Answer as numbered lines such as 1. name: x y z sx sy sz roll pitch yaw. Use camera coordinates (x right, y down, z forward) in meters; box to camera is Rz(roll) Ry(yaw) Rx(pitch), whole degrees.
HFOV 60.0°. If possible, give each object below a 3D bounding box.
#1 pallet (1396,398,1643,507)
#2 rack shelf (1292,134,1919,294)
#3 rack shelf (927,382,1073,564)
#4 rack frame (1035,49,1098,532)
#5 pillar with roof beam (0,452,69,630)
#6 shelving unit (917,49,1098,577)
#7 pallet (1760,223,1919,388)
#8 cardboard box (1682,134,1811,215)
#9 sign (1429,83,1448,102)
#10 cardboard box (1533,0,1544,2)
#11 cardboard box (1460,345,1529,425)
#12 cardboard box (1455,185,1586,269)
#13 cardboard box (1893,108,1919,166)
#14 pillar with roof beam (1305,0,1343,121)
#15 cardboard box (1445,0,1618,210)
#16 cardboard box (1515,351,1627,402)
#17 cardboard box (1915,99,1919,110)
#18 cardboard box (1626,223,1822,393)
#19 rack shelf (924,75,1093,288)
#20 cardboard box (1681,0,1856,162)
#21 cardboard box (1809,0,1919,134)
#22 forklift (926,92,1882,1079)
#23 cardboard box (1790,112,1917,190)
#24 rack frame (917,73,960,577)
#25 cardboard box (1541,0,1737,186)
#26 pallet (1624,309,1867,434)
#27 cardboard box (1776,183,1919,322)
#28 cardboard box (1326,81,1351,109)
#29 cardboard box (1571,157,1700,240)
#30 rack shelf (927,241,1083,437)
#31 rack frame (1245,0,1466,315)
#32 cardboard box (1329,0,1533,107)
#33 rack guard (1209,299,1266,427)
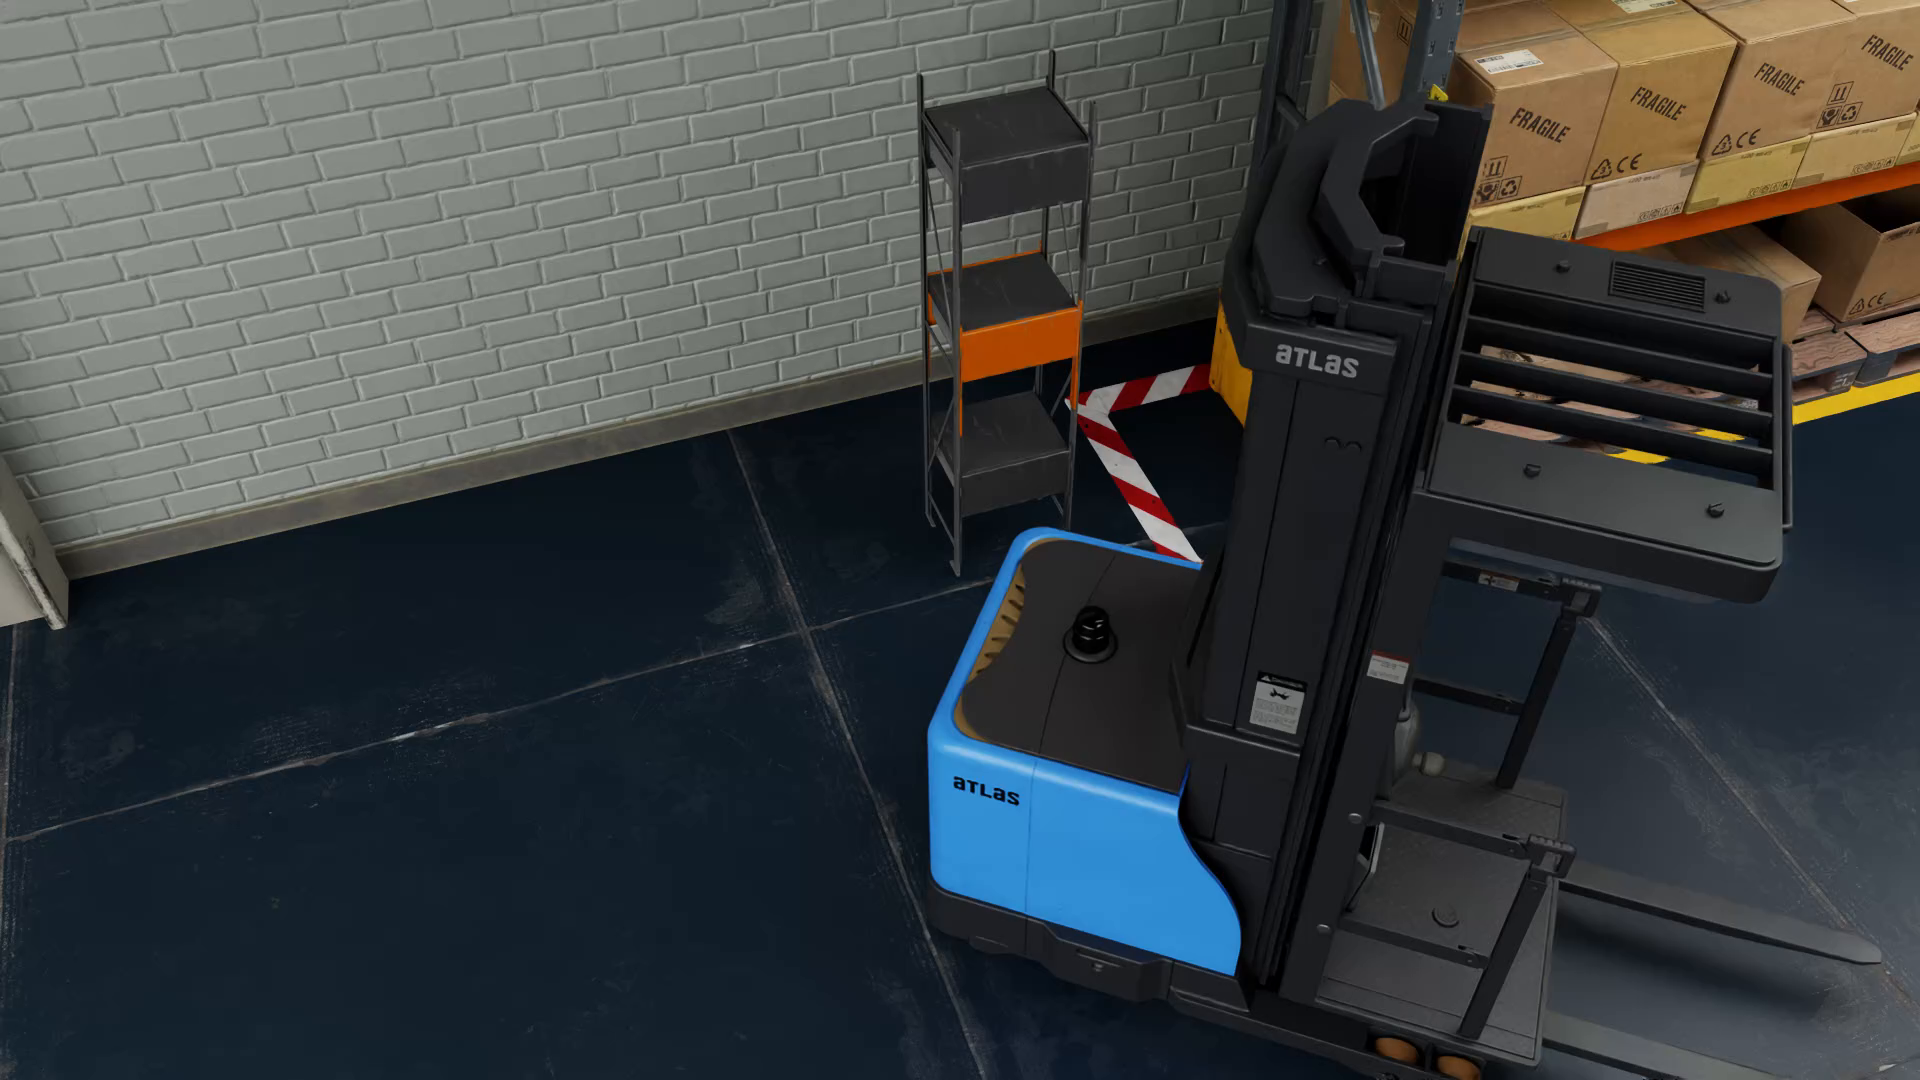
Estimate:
1. pallet: 2.284 -0.668 7.576 1.213 0.211 1.003 -14 47 -14
2. rack shelf: 3.318 -1.689 7.133 4.000 0.370 1.077 -14 47 -14
3. rack shelf: 0.156 -0.277 6.861 0.480 0.518 0.431 -14 47 -14
4. rack frame: 0.385 -0.840 6.414 0.015 2.100 0.400 -14 47 -14
5. pillar with roof beam: -2.381 -0.014 0.720 0.400 9.000 9.100 -14 47 -14
6. shelving unit: 0.156 -0.781 6.355 0.503 2.100 0.431 -14 47 -14
7. pallet: 4.579 -1.255 8.161 1.213 0.211 1.003 -14 47 -14
8. cardboard box: 2.968 -1.575 6.603 0.500 0.250 0.500 -15 47 -14
9. sign: 1.621 -1.406 5.732 0.005 0.325 0.100 -14 47 -14
10. cardboard box: 2.284 -2.051 6.548 0.500 0.500 0.500 -14 47 -13
11. cardboard box: 2.118 -0.775 7.301 0.500 0.311 0.500 -19 48 -18
12. cardboard box: 2.003 -1.322 6.351 0.500 0.250 0.500 -16 47 -15
13. cardboard box: 3.917 -1.817 6.844 0.500 0.250 0.500 -15 47 -14
14. pillar with roof beam: 3.263 -1.457 2.158 0.400 9.000 9.100 -14 47 -14
15. cardboard box: 1.988 -1.596 6.094 0.500 0.500 0.500 -14 47 -14
16. cardboard box: 2.654 -0.912 7.438 0.500 0.311 0.500 -11 46 -11
17. cardboard box: 3.914 -2.086 6.582 0.500 0.500 0.500 -16 47 -15
18. cardboard box: 3.361 -1.122 7.514 0.500 0.500 0.700 -17 48 -16
19. rack shelf: 0.156 -1.266 5.869 0.480 0.518 0.431 -14 47 -14
20. cardboard box: 2.944 -1.828 6.326 0.500 0.500 0.500 -16 47 -15
21. cardboard box: 3.425 -1.960 6.457 0.500 0.500 0.500 -13 47 -13
22. forklift: 1.461 0.326 4.665 3.031 2.935 1.130 14 47 13
23. cardboard box: 3.444 -1.695 6.723 0.500 0.250 0.500 -14 47 -14
24. rack frame: -0.074 -0.722 6.297 0.015 2.100 0.400 -14 47 -14
25. cardboard box: 2.456 -1.708 6.206 0.500 0.500 0.500 -14 47 -14
26. pallet: 3.430 -0.959 7.866 1.213 0.211 1.003 -14 47 -14
27. cardboard box: 4.236 -1.421 7.812 0.500 0.500 0.500 -18 48 -17
28. cardboard box: 1.810 -1.658 6.686 0.500 0.250 0.500 -14 47 -13
29. cardboard box: 2.487 -1.457 6.485 0.500 0.250 0.500 -16 47 -15
30. rack shelf: 0.156 -0.771 6.365 0.480 0.518 0.431 -14 47 -14
31. rack frame: 1.437 -1.462 6.399 0.127 3.000 1.000 -14 47 -14
32. cardboard box: 1.808 -1.936 6.433 0.500 0.500 0.500 -15 47 -14
33. rack guard: 1.508 -0.598 7.302 0.348 0.500 1.175 -14 47 -14
